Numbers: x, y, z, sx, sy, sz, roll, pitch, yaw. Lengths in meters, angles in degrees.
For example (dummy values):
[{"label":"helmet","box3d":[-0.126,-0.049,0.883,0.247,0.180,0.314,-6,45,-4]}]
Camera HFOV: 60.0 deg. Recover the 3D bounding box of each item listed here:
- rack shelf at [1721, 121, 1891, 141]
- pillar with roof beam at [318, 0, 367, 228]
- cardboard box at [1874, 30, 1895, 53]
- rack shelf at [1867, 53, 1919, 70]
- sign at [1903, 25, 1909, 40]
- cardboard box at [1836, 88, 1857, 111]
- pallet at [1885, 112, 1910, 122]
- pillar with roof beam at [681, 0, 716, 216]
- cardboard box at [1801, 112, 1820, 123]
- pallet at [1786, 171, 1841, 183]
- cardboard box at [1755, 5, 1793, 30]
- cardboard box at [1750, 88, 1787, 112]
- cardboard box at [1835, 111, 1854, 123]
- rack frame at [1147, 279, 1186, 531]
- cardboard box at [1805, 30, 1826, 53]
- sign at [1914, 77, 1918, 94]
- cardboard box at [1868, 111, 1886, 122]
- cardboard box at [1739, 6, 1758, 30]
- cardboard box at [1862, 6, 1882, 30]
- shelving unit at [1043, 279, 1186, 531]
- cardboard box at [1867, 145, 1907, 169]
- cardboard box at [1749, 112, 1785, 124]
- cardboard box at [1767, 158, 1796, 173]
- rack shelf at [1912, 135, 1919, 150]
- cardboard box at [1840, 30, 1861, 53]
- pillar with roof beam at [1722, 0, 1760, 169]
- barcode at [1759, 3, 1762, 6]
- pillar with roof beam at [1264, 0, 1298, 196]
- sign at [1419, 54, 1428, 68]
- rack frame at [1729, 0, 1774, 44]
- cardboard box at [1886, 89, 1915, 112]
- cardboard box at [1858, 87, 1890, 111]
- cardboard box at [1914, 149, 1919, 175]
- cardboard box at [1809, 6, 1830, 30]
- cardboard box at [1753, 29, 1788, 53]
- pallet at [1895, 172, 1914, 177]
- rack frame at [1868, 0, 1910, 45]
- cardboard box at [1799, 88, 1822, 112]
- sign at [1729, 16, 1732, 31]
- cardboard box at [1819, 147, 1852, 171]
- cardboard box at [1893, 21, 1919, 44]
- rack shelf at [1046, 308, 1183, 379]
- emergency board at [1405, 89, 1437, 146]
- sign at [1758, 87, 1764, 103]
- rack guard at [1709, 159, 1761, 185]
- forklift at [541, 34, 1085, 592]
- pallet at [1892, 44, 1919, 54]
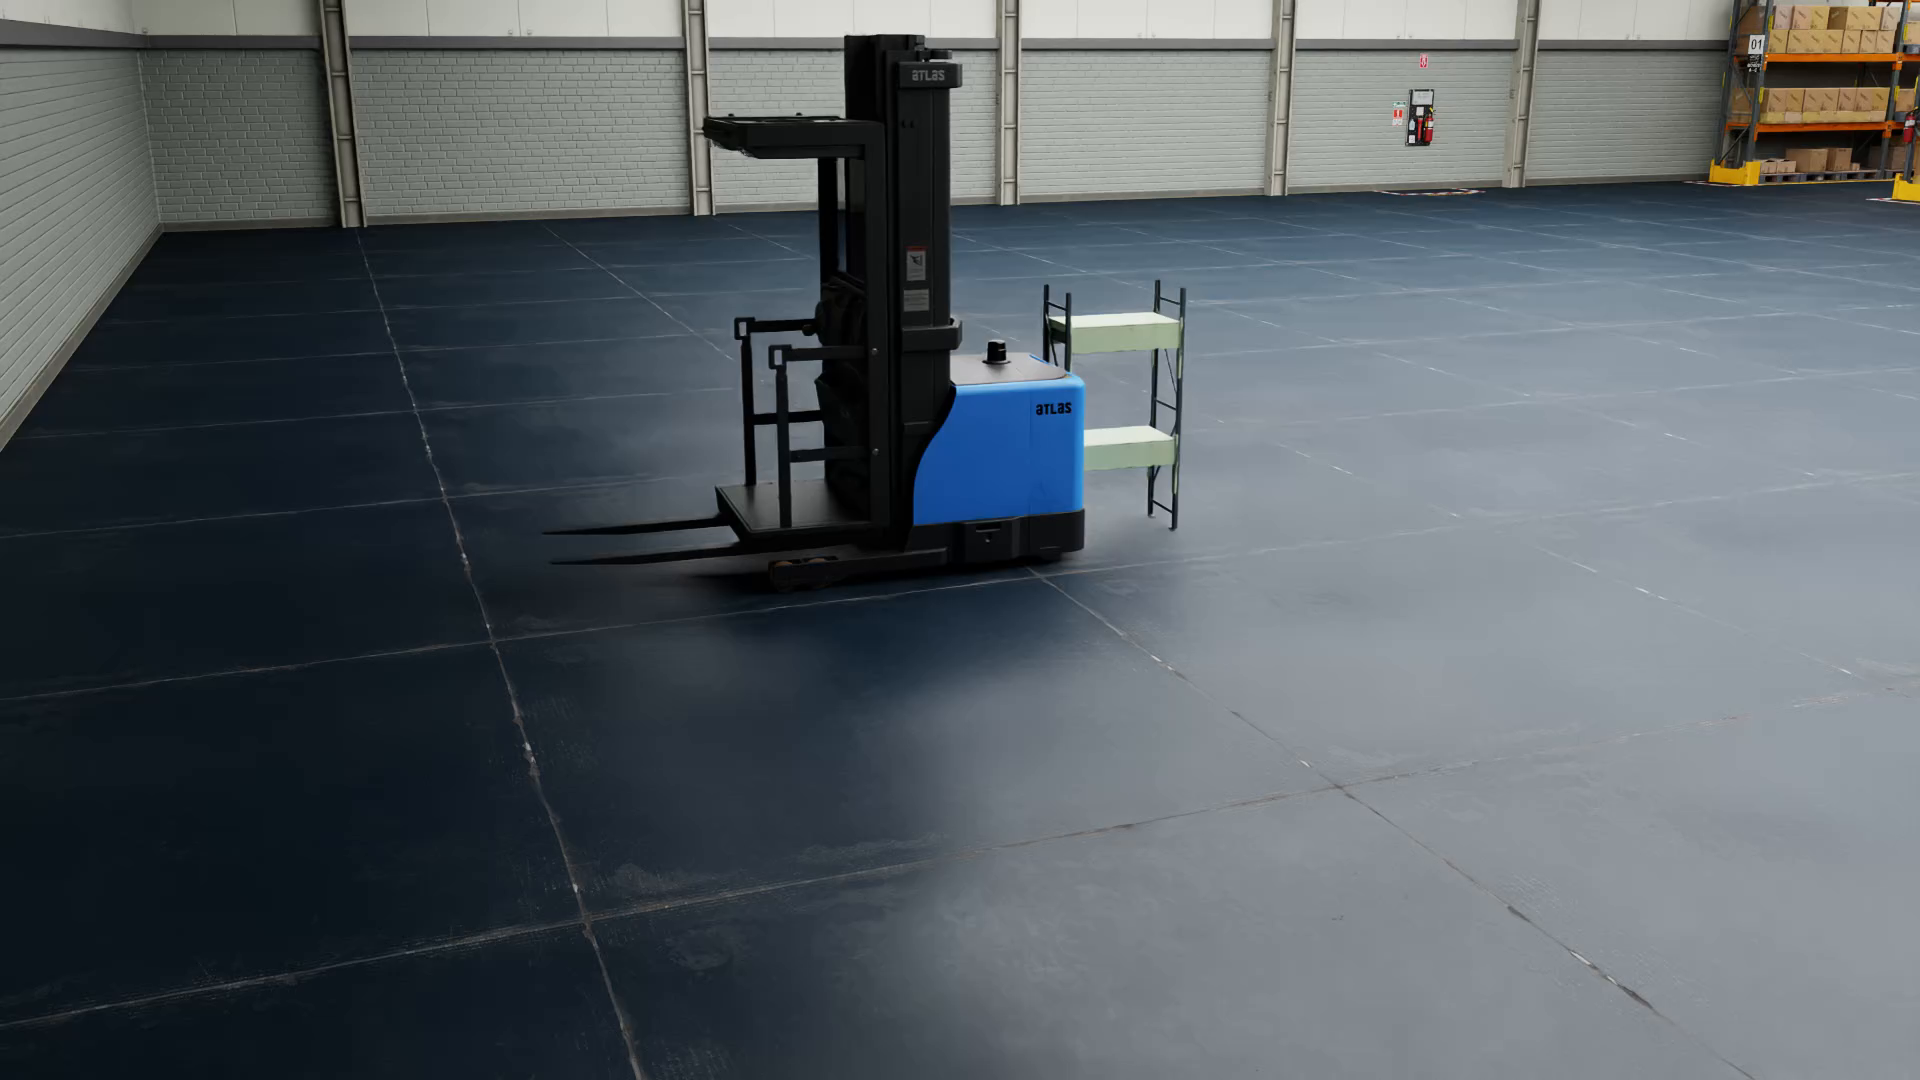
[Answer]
[{"label":"rack shelf","box3d":[19.253,-9.349,37.887,4.000,0.370,1.077,-6,17,-20]},{"label":"pillar with roof beam","box3d":[-8.744,-8.512,23.113,0.400,9.000,9.100,-6,17,-20]},{"label":"cardboard box","box3d":[20.735,-11.276,37.638,0.500,0.500,0.500,-6,17,-19]},{"label":"rack shelf","box3d":[22.988,-11.191,38.838,4.000,0.370,1.077,-6,17,-20]},{"label":"sign","box3d":[21.322,-11.441,37.494,0.005,0.325,0.100,-6,17,-20]},{"label":"cardboard box","box3d":[19.852,-9.964,37.606,0.500,0.500,0.500,-7,18,-22]},{"label":"pallet","box3d":[21.886,-9.843,38.632,1.213,0.211,1.003,-6,17,-20]},{"label":"pillar with roof beam","box3d":[-3.141,-9.117,25.173,0.400,9.000,9.100,-6,17,-20]},{"label":"cardboard box","box3d":[18.912,-9.502,37.361,0.500,0.250,0.500,-6,18,-21]},{"label":"pallet","box3d":[19.365,-8.357,38.181,1.213,0.211,1.003,-6,17,-20]},{"label":"cardboard box","box3d":[17.832,-11.444,36.434,0.500,0.500,0.500,-8,18,-24]},{"label":"cardboard box","box3d":[17.939,-9.759,36.907,0.500,0.500,0.500,-6,17,-20]},{"label":"cardboard box","box3d":[19.854,-9.603,37.707,0.500,0.250,0.500,-6,17,-20]},{"label":"rack frame","box3d":[1.273,-0.831,10.266,0.023,1.500,0.400,-5,17,-17]},{"label":"cardboard box","box3d":[18.785,-11.055,36.885,0.500,0.500,0.500,-5,17,-18]},{"label":"sign","box3d":[18.980,-9.003,32.957,0.005,0.325,0.100,-6,17,-20]},{"label":"cardboard box","box3d":[20.787,-9.706,38.057,0.500,0.250,0.500,-6,17,-20]},{"label":"cardboard box","box3d":[17.694,-11.581,36.901,0.500,0.500,0.500,-5,17,-18]},{"label":"cardboard box","box3d":[20.239,-11.692,37.279,0.500,0.500,0.500,-5,17,-17]},{"label":"shelving unit","box3d":[0.925,-0.799,10.158,0.755,1.500,0.431,-5,17,-17]},{"label":"cardboard box","box3d":[21.802,-8.986,39.031,0.500,0.500,0.700,-6,17,-18]},{"label":"cardboard box","box3d":[17.955,-9.396,37.001,0.500,0.250,0.500,-7,18,-22]},{"label":"cardboard box","box3d":[18.596,-8.517,37.769,0.500,0.311,0.500,-5,17,-15]},{"label":"rack shelf","box3d":[21.029,-8.046,33.450,4.000,0.370,1.077,-6,17,-20]},{"label":"cardboard box","box3d":[19.757,-11.163,37.252,0.500,0.500,0.500,-7,18,-22]},{"label":"pillar with roof beam","box3d":[19.270,-11.536,33.412,0.400,9.000,9.100,-6,17,-20]},{"label":"barcode","box3d":[17.869,-11.950,37.129,0.075,0.075,0.001,-6,17,-20]},{"label":"pillar with roof beam","box3d":[8.064,-10.327,29.293,0.400,9.000,9.100,-6,17,-20]},{"label":"sign","box3d":[9.762,-10.084,35.000,0.199,0.298,0.001,-6,17,-20]},{"label":"rack frame","box3d":[17.385,-12.371,36.254,0.127,3.000,1.000,-6,17,-20]},{"label":"cardboard box","box3d":[21.608,-10.197,38.541,0.500,0.500,0.700,-6,17,-20]},{"label":"cardboard box","box3d":[20.790,-10.064,37.946,0.500,0.500,0.500,-6,17,-20]},{"label":"cardboard box","box3d":[19.556,-7.564,33.336,0.500,0.500,0.500,-6,17,-20]},{"label":"cardboard box","box3d":[18.793,-11.536,36.747,0.500,0.500,0.500,-6,17,-19]},{"label":"cardboard box","box3d":[17.787,-10.957,36.551,0.500,0.500,0.500,-6,17,-19]},{"label":"pallet","box3d":[22.988,-8.761,39.557,1.213,0.211,1.003,-6,17,-20]},{"label":"rack frame","box3d":[21.120,-12.774,37.628,0.127,3.000,1.000,-6,17,-20]},{"label":"cardboard box","box3d":[18.888,-9.857,37.239,0.500,0.500,0.500,-7,18,-22]},{"label":"sign","box3d":[17.205,-11.505,37.056,0.005,0.325,0.100,-6,17,-20]},{"label":"cardboard box","box3d":[20.166,-8.792,38.371,0.500,0.500,0.500,-8,18,-24]},{"label":"cardboard box","box3d":[21.660,-11.619,38.093,0.500,0.500,0.500,-4,17,-12]},{"label":"rack shelf","box3d":[0.925,-1.174,10.049,0.720,0.370,0.431,-5,17,-17]},{"label":"emergency board","box3d":[9.805,-8.947,35.241,0.643,1.169,0.194,-6,17,-20]},{"label":"sign","box3d":[17.580,-9.765,36.491,0.005,0.325,0.100,-6,17,-20]},{"label":"rack guard","box3d":[17.456,-8.301,37.478,0.348,0.500,1.175,-6,17,-20]},{"label":"forklift","box3d":[-0.849,-1.289,9.287,3.031,2.935,1.130,-5,17,-17]},{"label":"pallet","box3d":[21.735,-11.279,38.193,1.003,0.211,1.213,-6,17,-20]}]
